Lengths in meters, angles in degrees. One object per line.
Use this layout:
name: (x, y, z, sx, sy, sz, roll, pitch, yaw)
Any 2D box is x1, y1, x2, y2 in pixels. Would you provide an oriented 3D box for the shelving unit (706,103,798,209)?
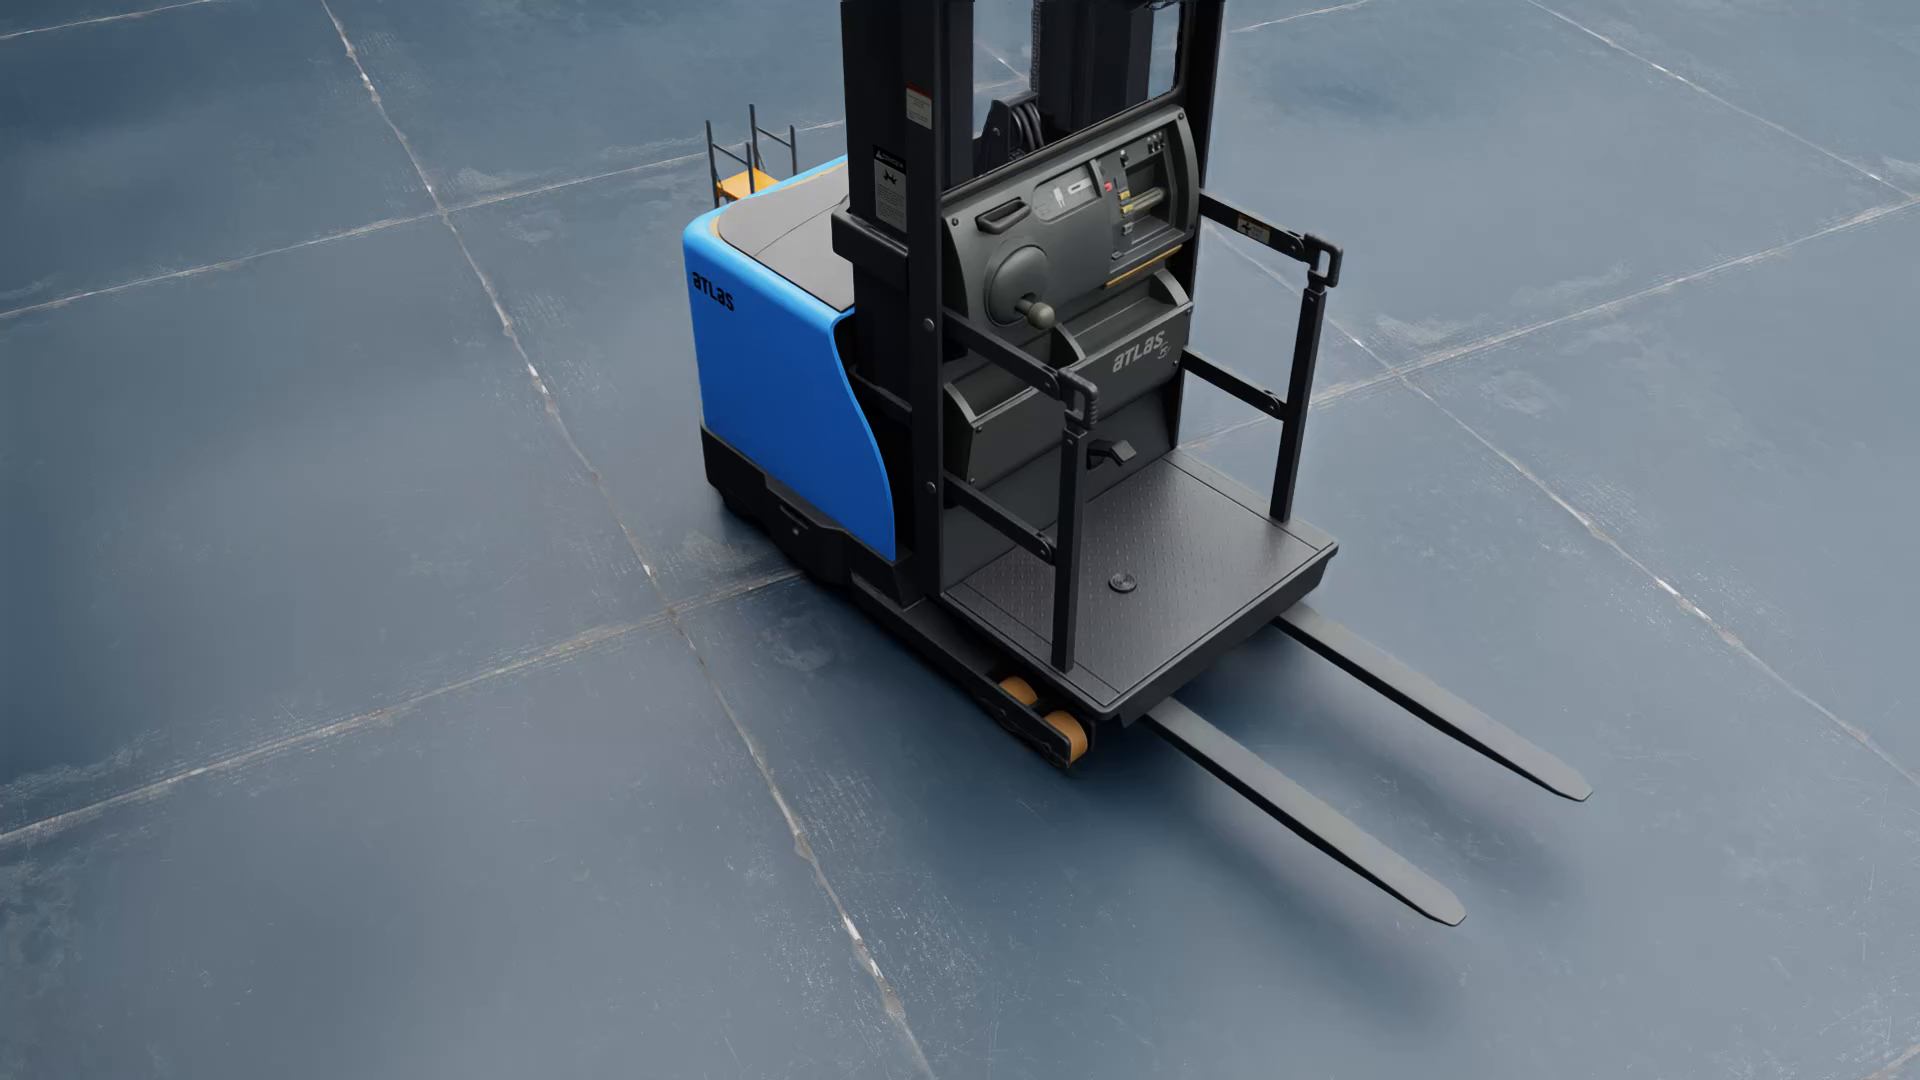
shelving unit: (-0.698, -0.928, 5.917, 0.189, 1.200, 0.258, -31, 49, -31)

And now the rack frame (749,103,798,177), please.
rack frame: (-0.631, -0.969, 5.965, 0.006, 1.200, 0.240, -31, 49, -31)

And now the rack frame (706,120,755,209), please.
rack frame: (-0.765, -0.888, 5.870, 0.006, 1.200, 0.240, -31, 49, -31)

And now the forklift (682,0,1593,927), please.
forklift: (0.471, -0.824, 4.455, 1.130, 2.935, 3.031, -31, 49, -31)

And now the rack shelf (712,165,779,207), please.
rack shelf: (-0.698, -1.169, 5.714, 0.180, 0.103, 0.258, -31, 49, -31)
